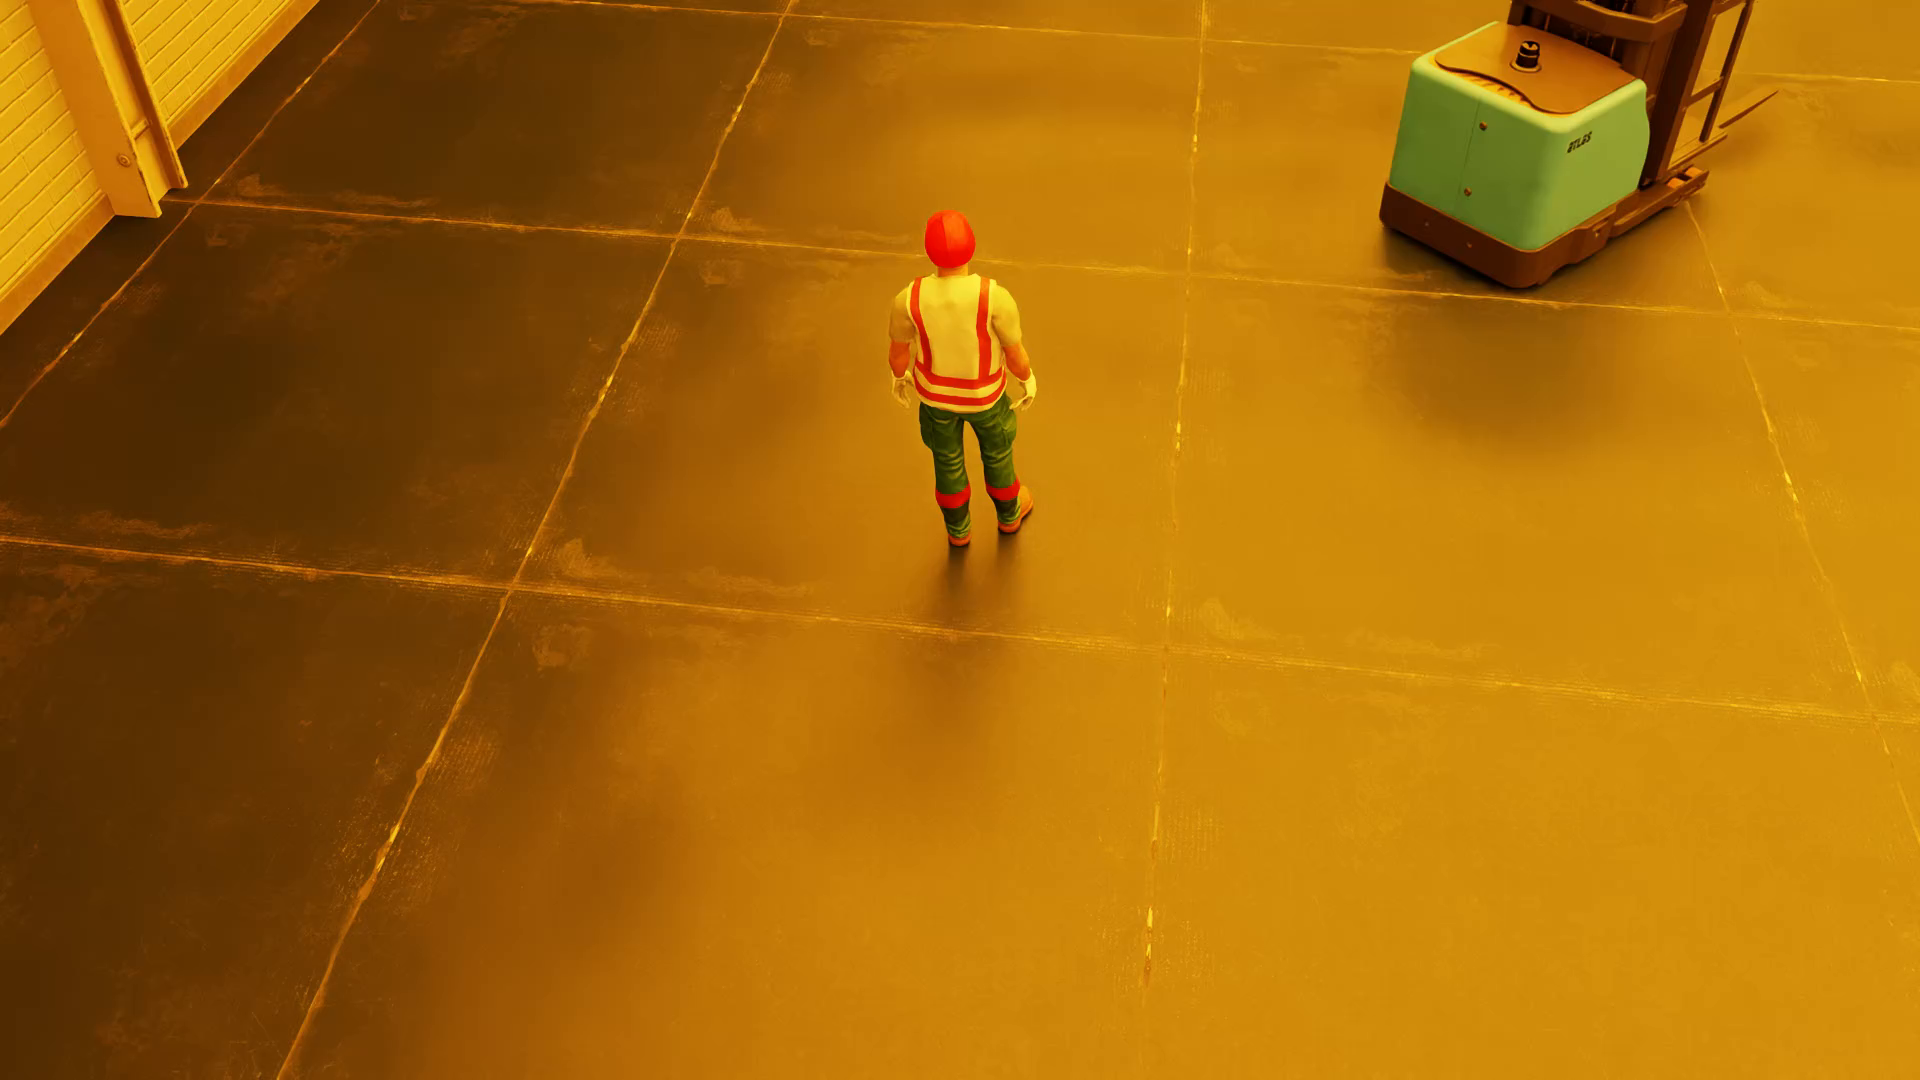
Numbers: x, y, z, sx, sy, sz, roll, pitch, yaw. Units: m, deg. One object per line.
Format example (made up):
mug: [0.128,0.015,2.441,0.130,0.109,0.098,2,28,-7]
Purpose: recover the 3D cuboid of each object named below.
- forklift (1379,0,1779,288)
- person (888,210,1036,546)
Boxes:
forklift: [3.933,-3.345,9.366,3.031,2.935,1.130,-30,50,-29]
person: [0.023,-0.718,7.338,0.637,1.790,0.562,5,43,6]
